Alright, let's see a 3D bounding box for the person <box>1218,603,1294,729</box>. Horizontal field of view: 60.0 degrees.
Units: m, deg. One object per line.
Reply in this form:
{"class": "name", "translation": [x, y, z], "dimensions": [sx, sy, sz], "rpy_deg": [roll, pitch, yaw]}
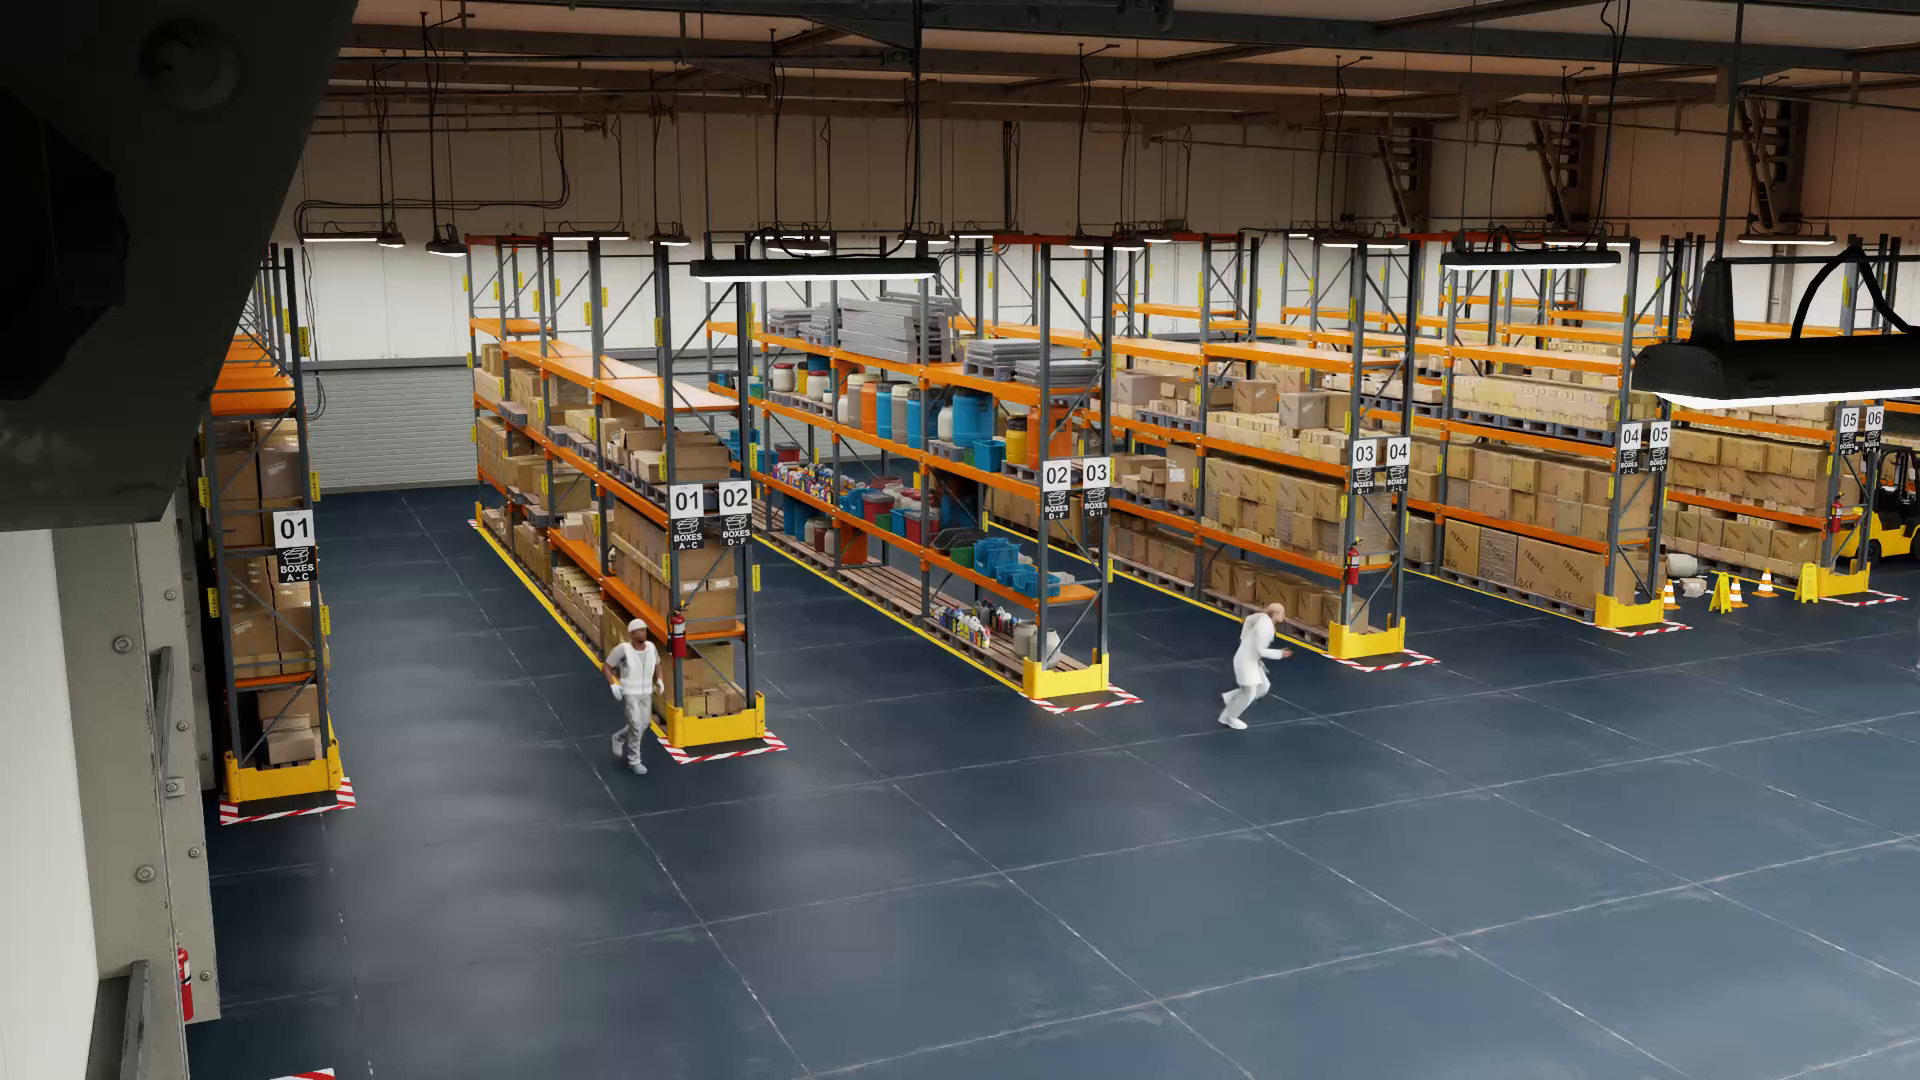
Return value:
{"class": "person", "translation": [3.723, 1.562, 20.866], "dimensions": [0.906, 1.625, 0.725], "rpy_deg": [2, 11, 13]}

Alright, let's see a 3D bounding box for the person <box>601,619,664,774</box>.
{"class": "person", "translation": [-3.793, 1.783, 19.395], "dimensions": [0.731, 1.751, 0.724], "rpy_deg": [10, 15, 43]}
